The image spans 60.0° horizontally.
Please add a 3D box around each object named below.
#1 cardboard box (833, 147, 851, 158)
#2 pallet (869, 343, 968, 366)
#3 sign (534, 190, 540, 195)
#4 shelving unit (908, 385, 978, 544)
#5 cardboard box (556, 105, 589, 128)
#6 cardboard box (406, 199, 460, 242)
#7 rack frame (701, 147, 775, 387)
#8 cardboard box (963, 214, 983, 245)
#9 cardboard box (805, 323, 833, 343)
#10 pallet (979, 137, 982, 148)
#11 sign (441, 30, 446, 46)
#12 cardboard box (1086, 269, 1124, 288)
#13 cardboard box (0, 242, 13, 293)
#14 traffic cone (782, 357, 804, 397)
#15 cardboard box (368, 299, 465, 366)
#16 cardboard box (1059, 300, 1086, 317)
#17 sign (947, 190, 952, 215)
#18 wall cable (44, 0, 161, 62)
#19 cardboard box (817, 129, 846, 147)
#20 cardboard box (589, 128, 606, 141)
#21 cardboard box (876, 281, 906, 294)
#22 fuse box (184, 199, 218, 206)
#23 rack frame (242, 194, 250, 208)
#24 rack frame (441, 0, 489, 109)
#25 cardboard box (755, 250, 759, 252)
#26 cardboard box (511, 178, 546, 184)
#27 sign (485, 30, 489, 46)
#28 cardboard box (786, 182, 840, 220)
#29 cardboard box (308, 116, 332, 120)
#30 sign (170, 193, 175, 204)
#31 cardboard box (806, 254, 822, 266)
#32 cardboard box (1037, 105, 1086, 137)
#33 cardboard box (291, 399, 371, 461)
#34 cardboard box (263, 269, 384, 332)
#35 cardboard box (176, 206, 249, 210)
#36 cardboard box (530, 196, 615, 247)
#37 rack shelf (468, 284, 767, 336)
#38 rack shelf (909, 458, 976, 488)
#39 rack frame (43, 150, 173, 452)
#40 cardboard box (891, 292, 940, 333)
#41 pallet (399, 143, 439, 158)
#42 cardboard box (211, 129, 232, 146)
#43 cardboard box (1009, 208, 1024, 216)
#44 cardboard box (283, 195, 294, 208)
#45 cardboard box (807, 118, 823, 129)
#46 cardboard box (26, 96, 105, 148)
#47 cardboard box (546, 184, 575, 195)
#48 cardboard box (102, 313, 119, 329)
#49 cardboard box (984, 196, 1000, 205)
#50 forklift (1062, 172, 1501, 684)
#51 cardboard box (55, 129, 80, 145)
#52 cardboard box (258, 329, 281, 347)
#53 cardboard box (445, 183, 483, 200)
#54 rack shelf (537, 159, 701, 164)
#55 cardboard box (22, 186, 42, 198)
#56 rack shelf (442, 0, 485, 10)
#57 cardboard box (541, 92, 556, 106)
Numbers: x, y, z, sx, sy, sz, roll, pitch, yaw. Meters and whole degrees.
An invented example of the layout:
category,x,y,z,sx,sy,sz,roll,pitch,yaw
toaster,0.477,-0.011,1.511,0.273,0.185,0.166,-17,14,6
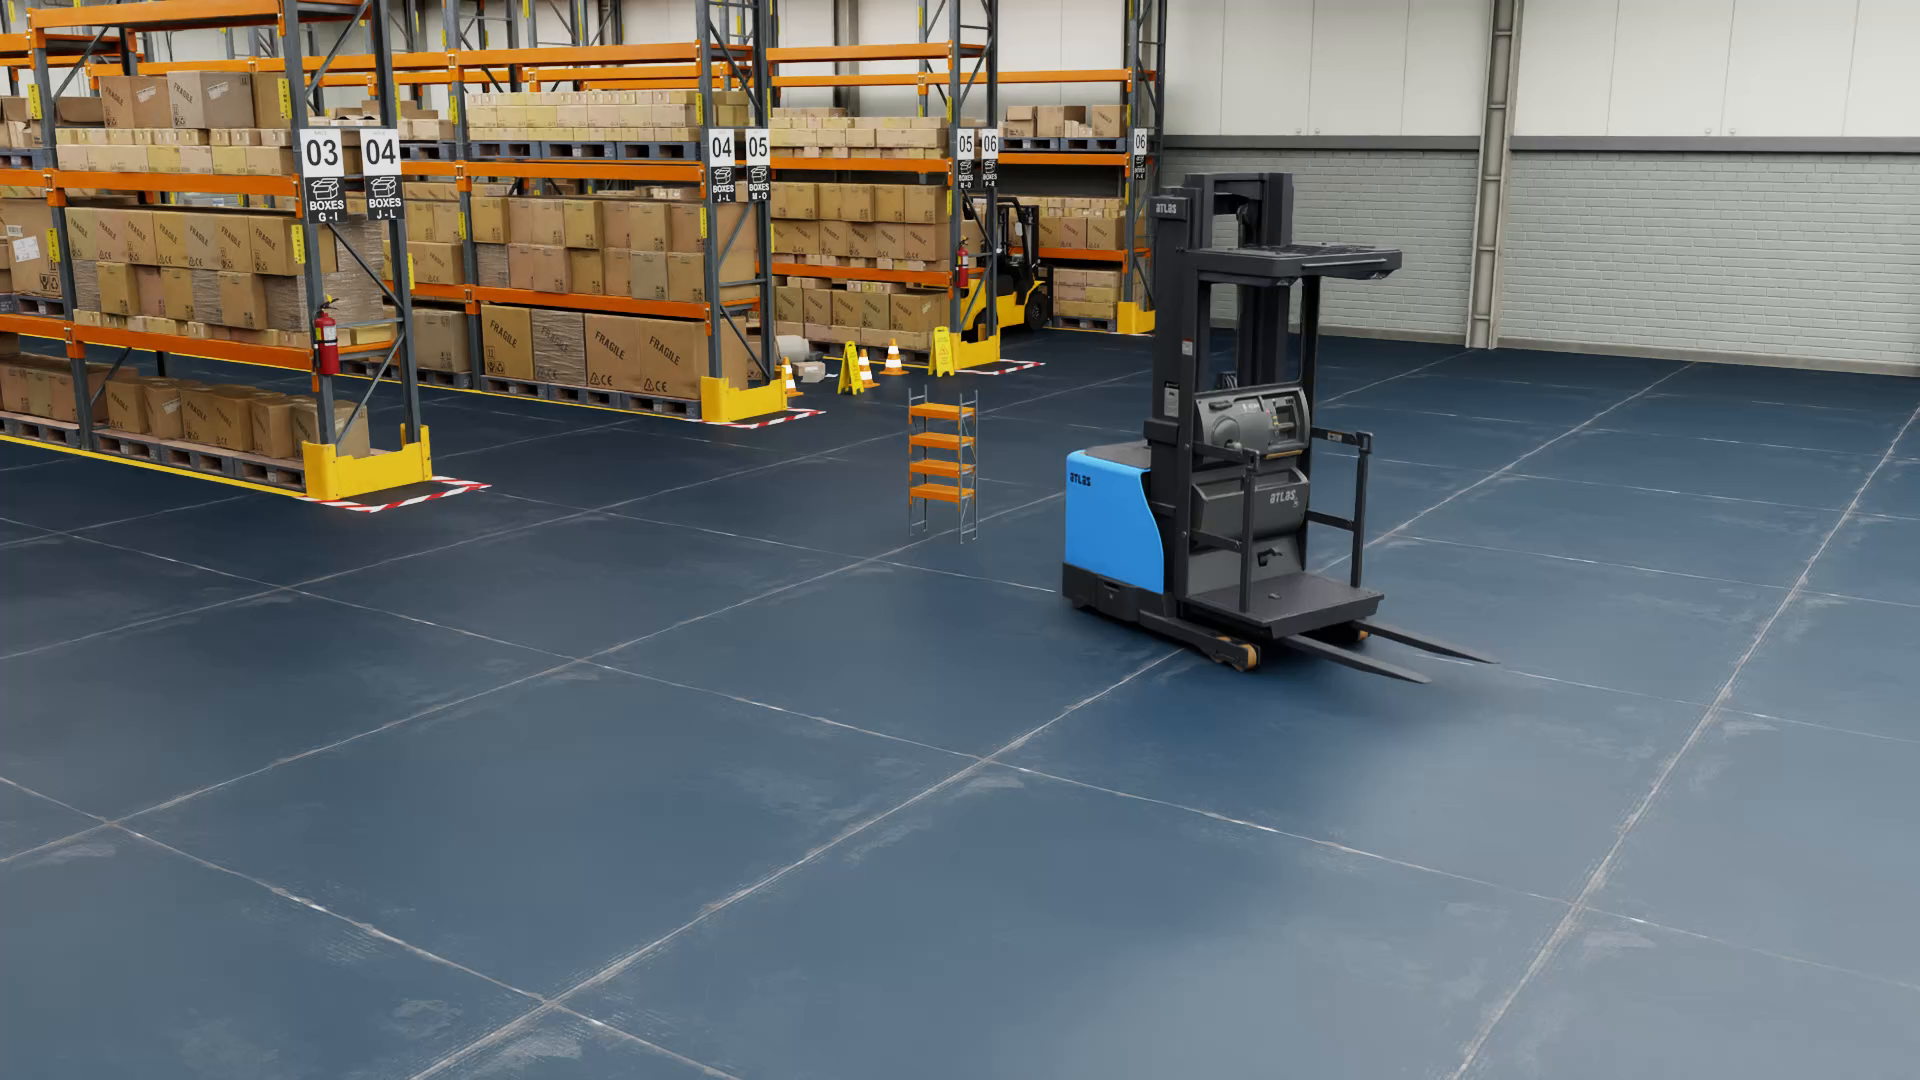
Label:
category,x,y,z,sx,sy,sz,roll,pitch,yaw
cardboard box,-1.565,-5.427,23.285,0.250,0.149,0.380,9,16,32
pallet,-0.531,-2.677,23.696,1.213,0.211,1.003,9,17,33
sign,-6.759,-5.428,26.597,0.005,0.325,0.100,9,17,33
shelving unit,-0.137,-0.605,13.269,0.503,1.200,0.258,9,17,33
cardboard box,-4.303,-4.896,19.227,0.500,0.250,0.500,9,17,33
cardboard box,-6.655,-4.108,21.386,0.500,0.500,0.700,9,16,32
rack frame,-2.492,-2.903,18.810,0.127,3.000,1.000,9,17,33
cardboard box,0.298,-5.301,28.287,0.500,0.500,0.500,10,17,34
cardboard box,-1.903,-3.037,24.196,0.500,0.250,0.500,9,16,32
pallet,0.357,-6.734,28.228,1.213,0.211,1.003,9,17,33
sign,-10.626,-10.336,34.240,0.005,0.325,0.100,9,17,33
cardboard box,2.397,-4.248,27.010,0.500,0.250,0.500,10,17,35
cardboard box,-10.154,-2.932,17.838,0.637,0.503,0.797,11,18,38
traffic cone,-2.141,-2.026,20.546,0.334,0.463,0.336,9,17,33
cardboard box,-7.175,-2.747,21.986,0.750,0.750,1.050,9,17,33
cardboard box,1.980,-3.832,27.409,0.500,0.250,0.500,9,17,33
sign,-0.140,-4.511,22.238,0.005,0.325,0.100,9,17,33
wall cable,-17.545,-9.818,34.258,0.029,3.000,2.355,9,17,33
cardboard box,-1.659,-5.650,23.356,0.500,0.250,0.500,9,17,33
cardboard box,-4.011,-4.637,19.013,0.250,0.149,0.380,9,17,33
cardboard box,-0.966,-3.543,23.332,0.250,0.149,0.380,10,17,34
fuse box,-16.488,-6.575,36.323,0.414,1.711,0.539,9,17,33
rack frame,-13.090,-6.050,31.519,0.127,3.000,1.000,9,17,33
rack frame,-10.323,-9.952,34.799,0.127,3.000,1.000,9,17,33
cardboard box,-2.923,-4.519,24.508,0.500,0.500,0.500,9,17,33
cardboard box,-8.852,-7.160,34.137,0.500,0.500,0.500,10,17,34
sign,-9.996,-10.590,35.103,0.005,0.325,0.100,9,17,33
cardboard box,-2.075,-4.871,23.849,0.500,0.500,0.700,9,16,32
cardboard box,-8.653,-5.501,22.162,0.500,0.311,0.500,9,17,33
sign,-12.143,-5.186,25.621,0.005,0.325,0.100,9,17,33
cardboard box,-1.994,-4.039,23.919,0.250,0.149,0.380,9,17,33
cardboard box,1.656,-6.819,27.096,0.500,0.500,0.700,9,17,33
cardboard box,-5.853,-1.006,15.471,0.500,0.500,0.500,13,19,43
cardboard box,-5.786,-2.200,15.142,0.500,0.500,0.875,9,17,33
cardboard box,-7.307,-3.003,16.305,0.500,0.500,0.500,9,17,33
cardboard box,-4.632,-3.830,19.994,0.550,0.550,0.875,9,17,33
rack shelf,-4.152,-2.822,19.980,4.000,0.370,1.077,9,17,33
rack shelf,-0.137,-0.539,13.285,0.480,0.148,0.258,9,17,33
rack frame,-8.664,-2.464,17.036,0.127,3.000,1.000,9,17,33
cardboard box,-0.624,-3.193,23.265,0.500,0.500,0.500,9,17,33
pallet,-7.637,-5.116,21.896,1.213,0.211,1.003,10,17,35
cardboard box,-6.409,-3.582,14.790,0.250,0.149,0.380,9,17,33
cardboard box,1.024,-5.487,27.690,0.250,0.149,0.380,9,16,32
cardboard box,-11.987,-6.327,30.351,0.500,0.500,0.500,9,17,32
cardboard box,-1.942,-5.891,23.497,0.250,0.149,0.380,9,16,32
cardboard box,-8.998,-4.257,16.947,0.637,0.503,0.797,8,16,30
cardboard box,-6.725,-5.626,27.517,0.500,0.500,0.500,9,16,31
cardboard box,-8.230,-2.190,16.449,0.250,0.149,0.380,9,17,33
cardboard box,0.604,-5.703,27.940,0.250,0.149,0.380,9,16,32
forklift,1.968,-0.757,10.283,1.130,2.935,3.031,-10,17,-34
cardboard box,-8.566,-3.936,16.222,0.250,0.149,0.380,9,16,31
cardboard box,-6.139,-1.860,15.118,0.250,0.149,0.380,9,17,33
cardboard box,-8.281,-5.732,27.948,0.500,0.500,0.500,9,16,32
rack shelf,-4.792,-5.815,25.828,4.000,0.370,1.077,9,17,33
cardboard box,-14.278,-5.406,26.012,0.500,0.500,0.500,9,16,31
rack shelf,-8.663,-10.948,33.402,4.000,0.370,1.077,9,17,33
cardboard box,-4.642,-5.126,19.329,0.250,0.149,0.380,9,17,33
